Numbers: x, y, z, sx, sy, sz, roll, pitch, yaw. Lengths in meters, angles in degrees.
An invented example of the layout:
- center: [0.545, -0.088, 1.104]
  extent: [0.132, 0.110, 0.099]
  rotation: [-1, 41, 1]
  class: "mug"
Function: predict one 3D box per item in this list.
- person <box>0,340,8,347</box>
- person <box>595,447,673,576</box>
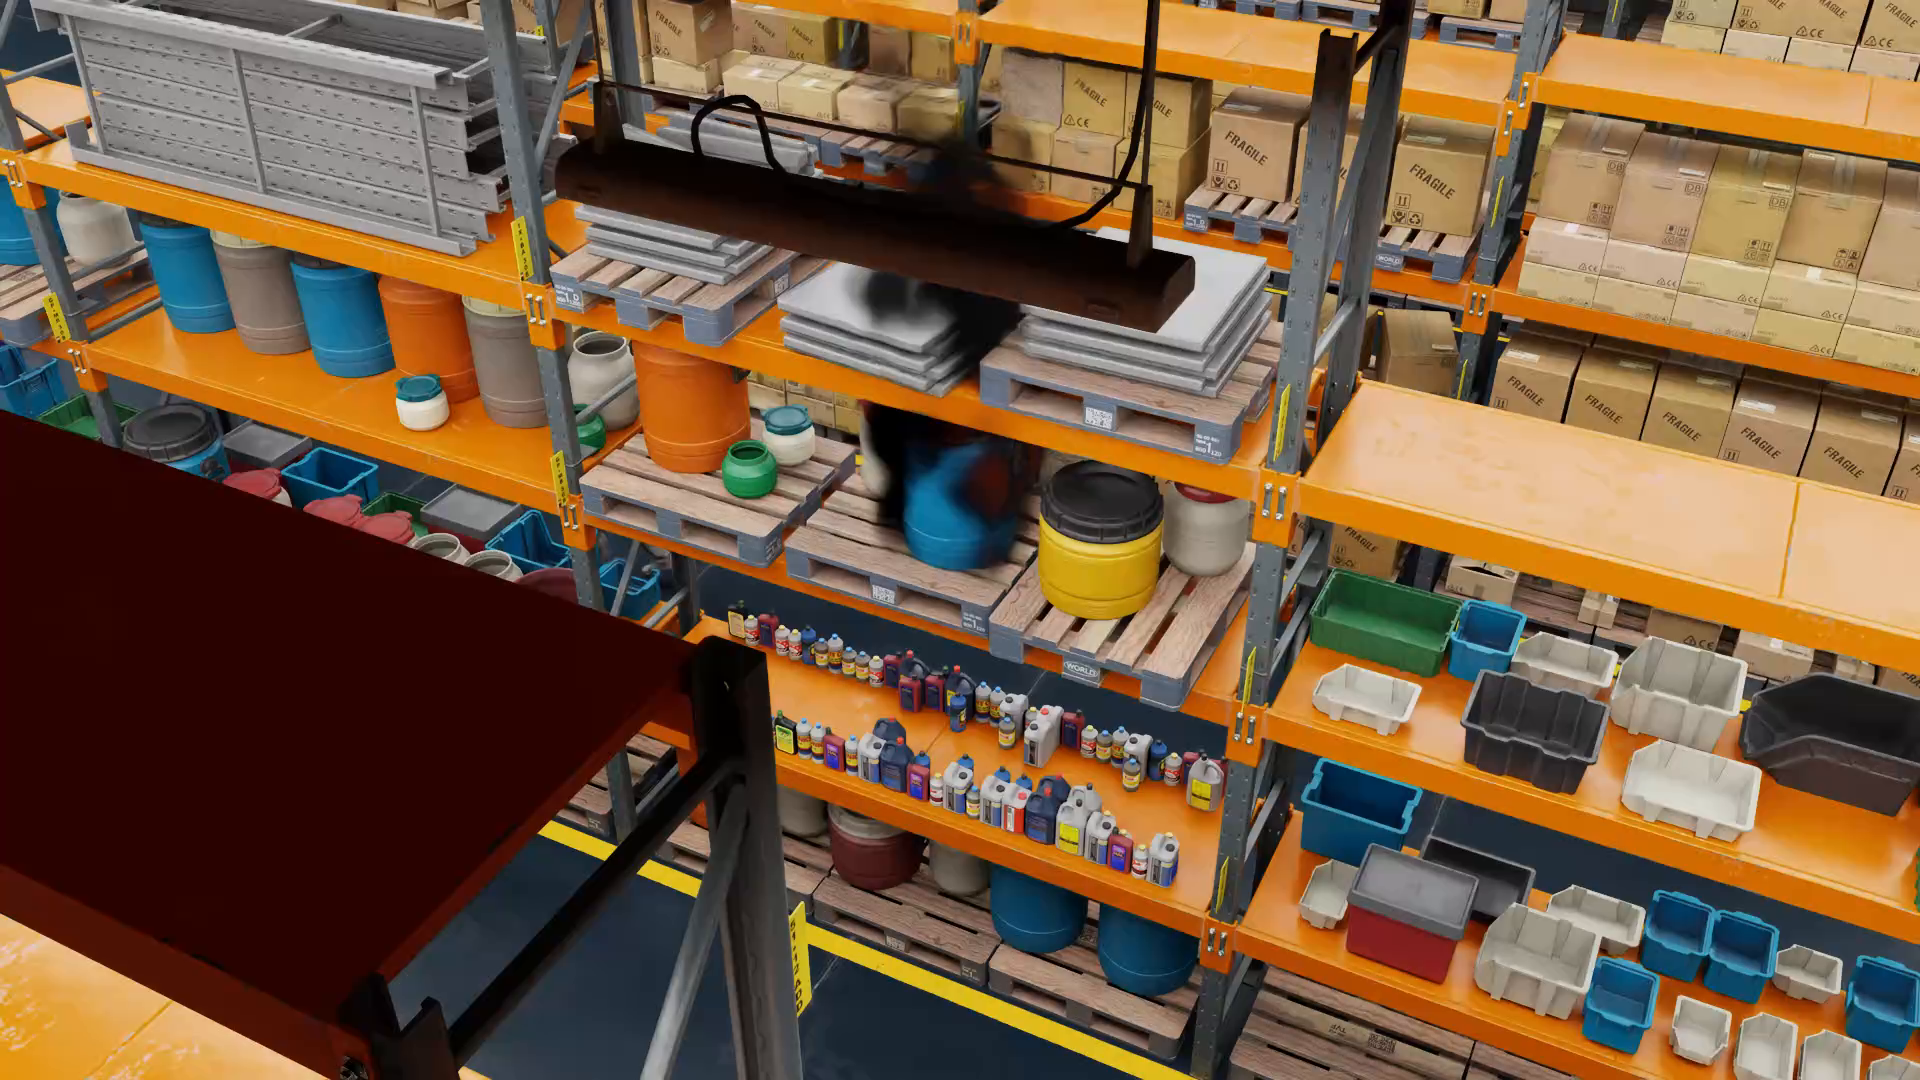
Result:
- center: [-8.651, -1.656, 14.755]
  extent: [0.946, 1.624, 0.604]
  rotation: [6, 36, 9]
  class: "person"
- center: [-2.691, -0.415, 12.891]
  extent: [0.826, 1.805, 0.650]
  rotation: [9, 36, 12]
  class: "person"
